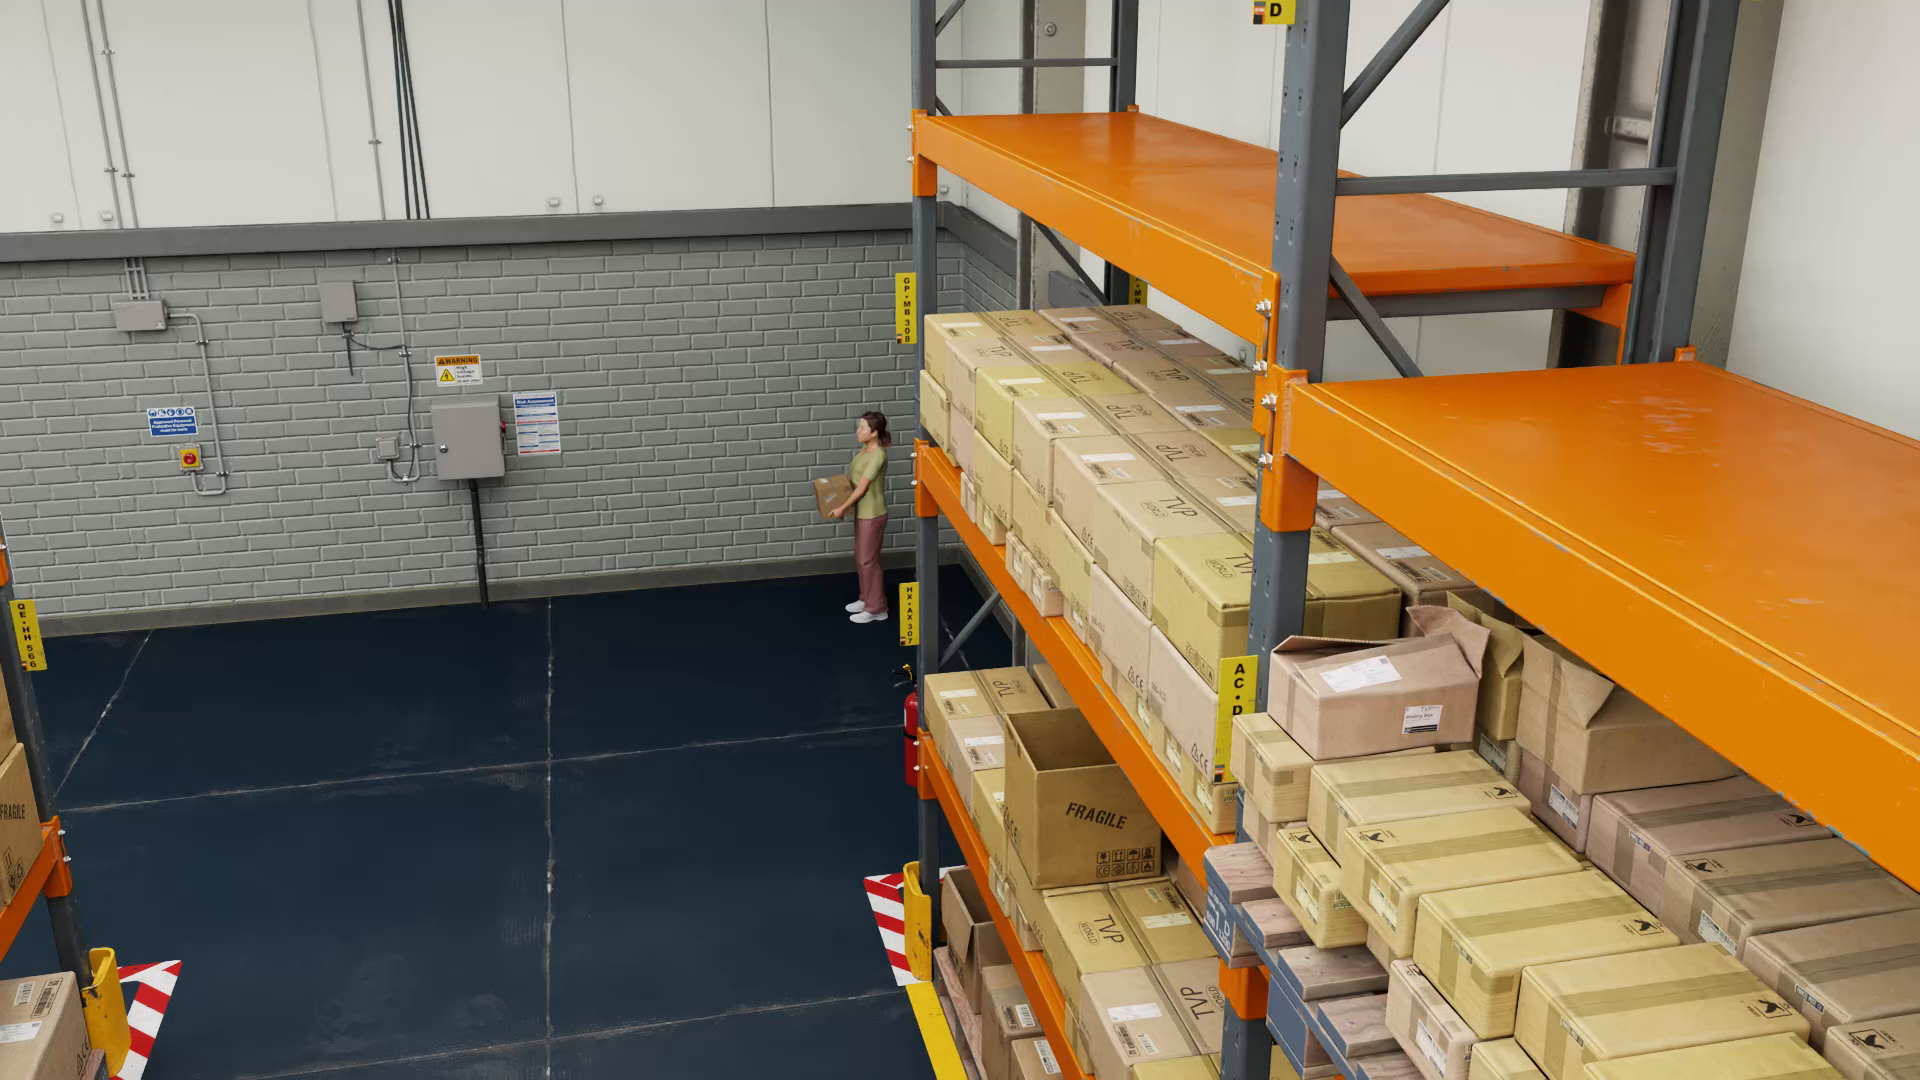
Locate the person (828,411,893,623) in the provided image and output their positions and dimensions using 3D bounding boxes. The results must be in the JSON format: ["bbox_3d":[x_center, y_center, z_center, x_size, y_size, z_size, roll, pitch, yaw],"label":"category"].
[{"bbox_3d":[-0.775,-0.172,12.882,0.538,1.648,0.420,-5,20,-12],"label":"person"}]
